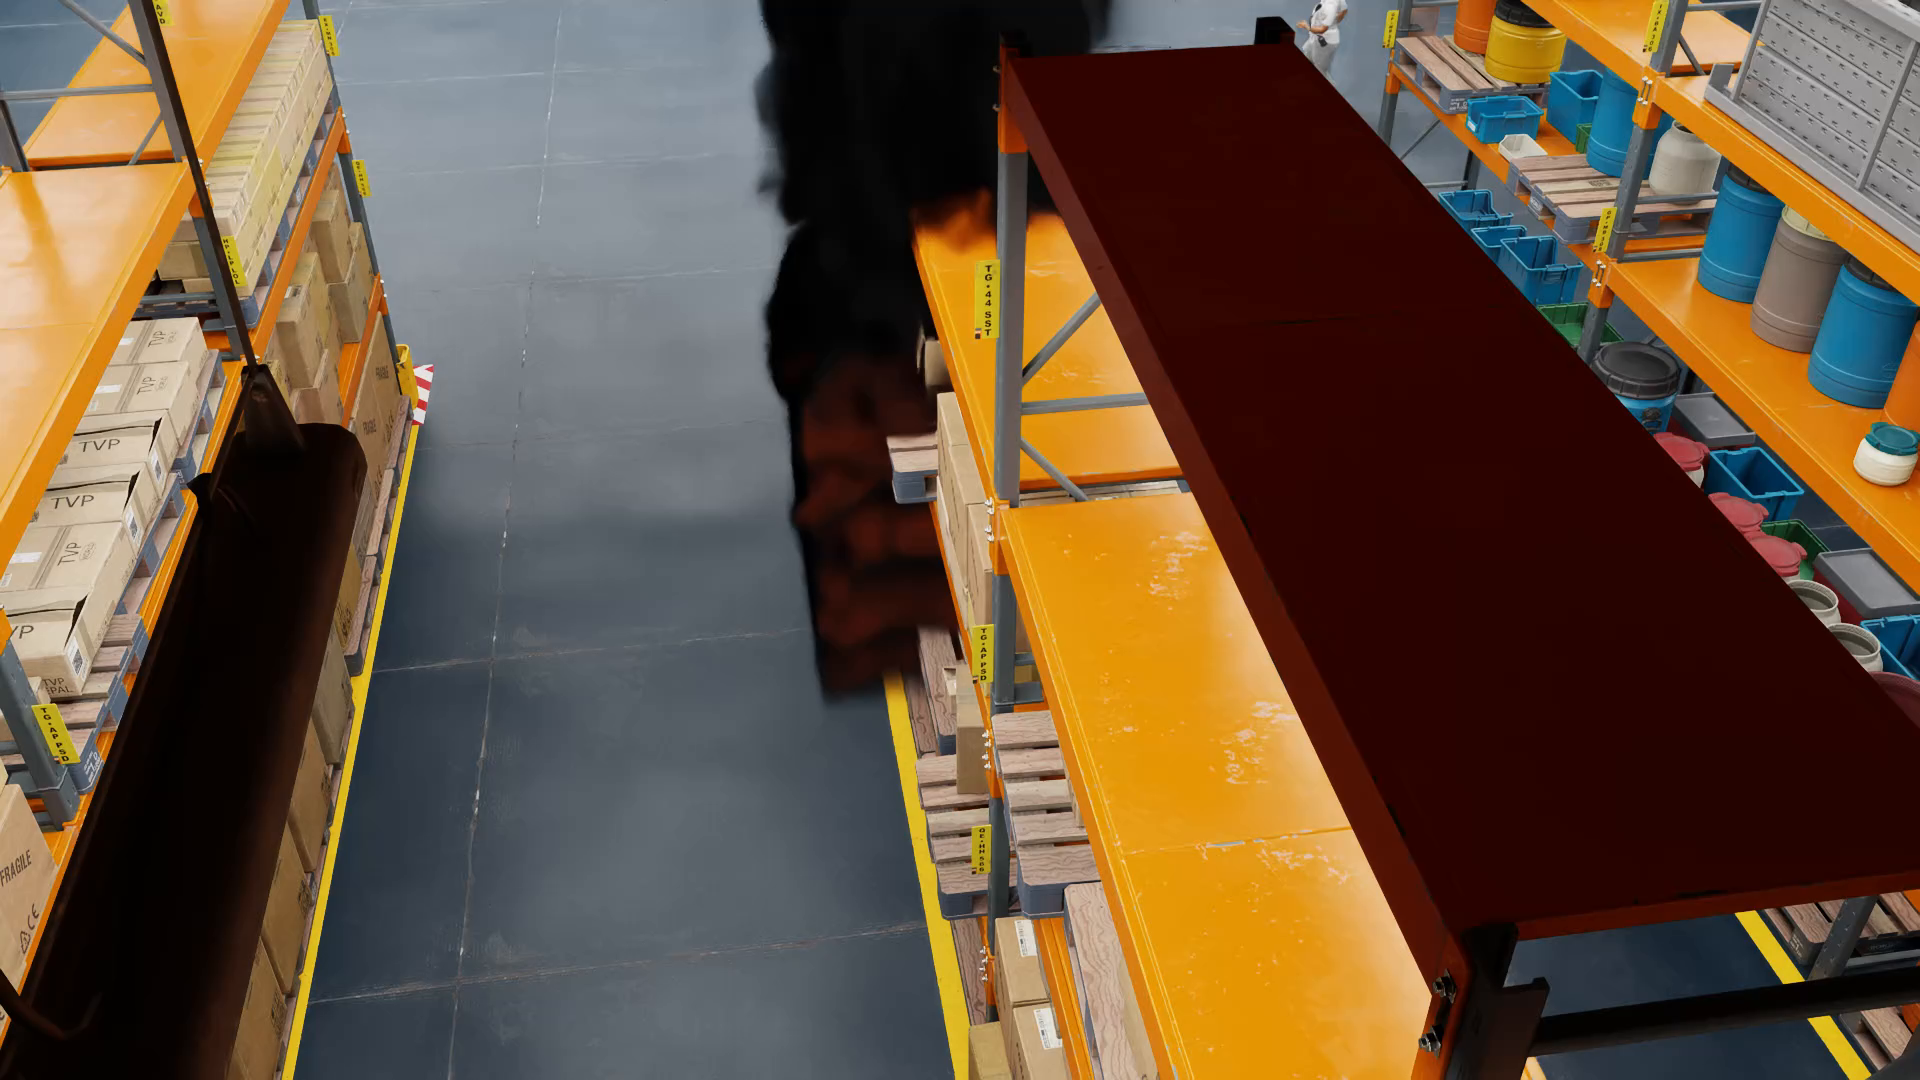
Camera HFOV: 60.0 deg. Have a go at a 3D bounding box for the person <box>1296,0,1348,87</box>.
[{"bbox_3d":[4.418,-6.094,20.353,0.642,1.640,0.586,6,37,8],"label":"person"}]
